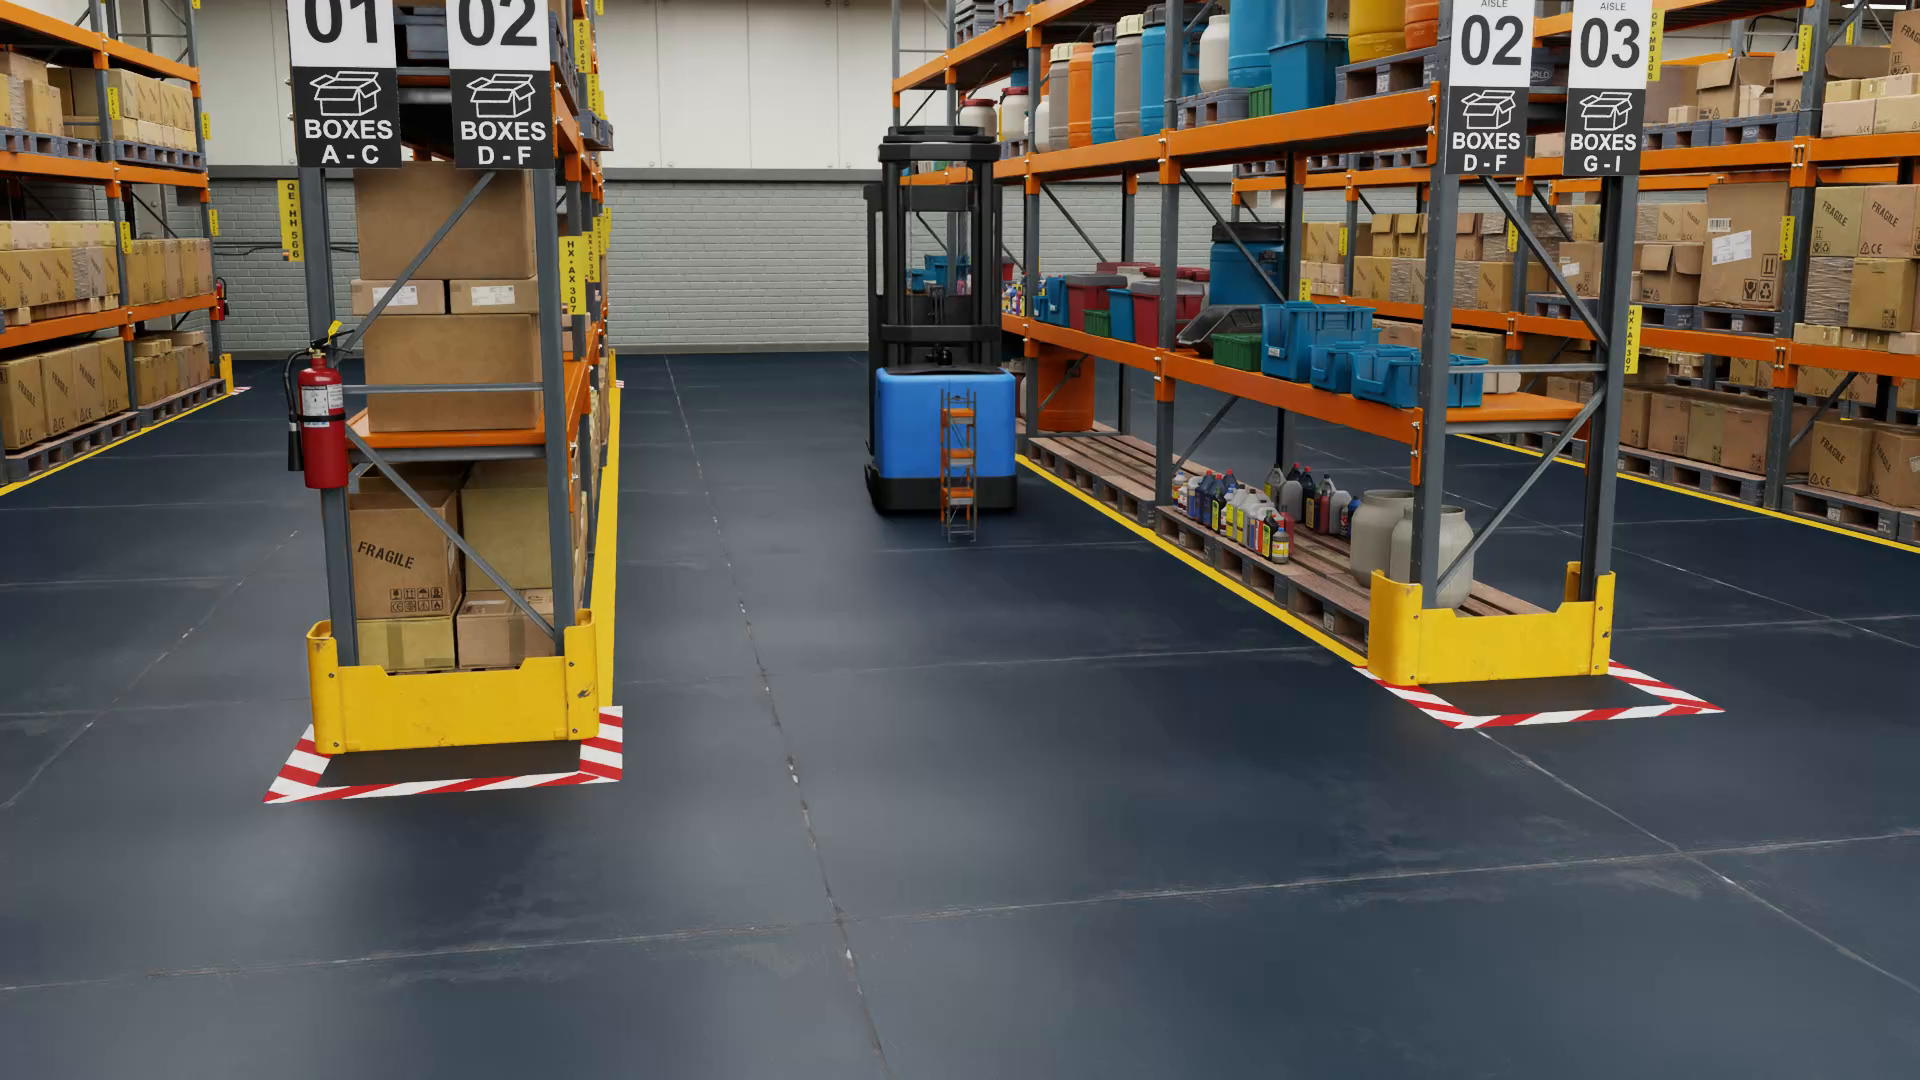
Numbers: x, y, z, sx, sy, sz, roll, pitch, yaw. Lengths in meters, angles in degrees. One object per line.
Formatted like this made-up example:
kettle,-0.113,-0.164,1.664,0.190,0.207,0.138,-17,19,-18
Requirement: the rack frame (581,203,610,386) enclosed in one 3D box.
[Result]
rack frame,-5.288,-3.565,22.402,1.000,3.000,0.127,-2,11,-11

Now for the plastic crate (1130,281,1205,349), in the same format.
plastic crate,1.511,-1.652,12.184,0.402,0.464,0.583,-2,11,-11

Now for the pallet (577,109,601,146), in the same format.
pallet,-3.292,-3.152,12.717,1.003,0.211,1.213,-2,11,-8

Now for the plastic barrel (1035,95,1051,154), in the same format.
plastic barrel,0.888,-3.737,14.988,0.421,0.512,0.421,0,11,0

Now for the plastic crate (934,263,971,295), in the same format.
plastic crate,-0.076,-3.105,19.871,0.392,0.384,0.575,-2,11,-11

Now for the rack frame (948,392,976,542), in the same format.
rack frame,0.013,-0.503,11.532,0.200,1.050,0.008,-2,11,-11

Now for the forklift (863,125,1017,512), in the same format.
forklift,-0.228,-1.886,13.767,1.130,2.935,3.031,-1,11,-6

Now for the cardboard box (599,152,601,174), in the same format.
cardboard box,-4.733,-4.697,20.728,0.500,0.250,0.500,-2,11,-11

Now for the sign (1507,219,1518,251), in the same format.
sign,5.442,-3.005,16.365,0.100,0.325,0.005,-2,11,-11

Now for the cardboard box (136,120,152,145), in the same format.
cardboard box,-9.329,-4.536,18.493,0.500,0.250,0.500,-2,11,-12

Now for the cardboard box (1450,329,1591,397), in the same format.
cardboard box,5.872,-1.747,17.411,1.225,0.875,0.875,-3,11,-14

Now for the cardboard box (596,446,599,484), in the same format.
cardboard box,-3.089,-0.584,12.975,0.500,0.250,0.500,-2,11,-10

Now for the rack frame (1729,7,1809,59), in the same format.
rack frame,10.093,-6.299,20.726,1.000,3.000,0.127,-2,11,-11

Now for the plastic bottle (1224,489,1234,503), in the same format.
plastic bottle,1.758,-0.196,10.822,0.097,0.271,0.097,0,11,0

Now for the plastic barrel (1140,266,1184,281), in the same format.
plastic barrel,1.708,-2.007,13.857,0.433,0.535,0.433,0,11,0

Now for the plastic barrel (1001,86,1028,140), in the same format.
plastic barrel,0.635,-4.343,16.983,0.433,0.535,0.433,0,11,0

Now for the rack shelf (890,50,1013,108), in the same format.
rack shelf,-0.039,-5.774,20.962,1.077,0.370,4.000,-2,11,-11

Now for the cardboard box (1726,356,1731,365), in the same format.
cardboard box,10.336,-2.382,21.897,0.380,0.149,0.250,-2,11,-8

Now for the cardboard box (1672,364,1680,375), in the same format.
cardboard box,9.714,-2.268,22.094,0.380,0.149,0.250,-2,11,-9

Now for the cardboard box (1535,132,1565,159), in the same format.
cardboard box,5.828,-3.761,15.815,0.500,0.250,0.500,-2,11,-10

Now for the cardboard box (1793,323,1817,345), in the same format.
cardboard box,6.511,-1.550,12.487,0.380,0.149,0.250,-2,11,-11

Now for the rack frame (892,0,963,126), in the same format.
rack frame,-0.428,-6.691,22.784,1.000,3.000,0.127,-2,11,-11

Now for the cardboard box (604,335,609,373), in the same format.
cardboard box,-4.940,-2.462,22.118,0.500,0.500,0.500,-2,11,-11

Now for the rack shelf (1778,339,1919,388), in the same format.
rack shelf,7.153,-1.003,10.868,1.077,0.370,4.000,-2,11,-11

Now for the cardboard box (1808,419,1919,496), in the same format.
cardboard box,6.803,-0.627,12.530,0.500,0.500,0.500,-2,11,-13

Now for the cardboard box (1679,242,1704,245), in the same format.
cardboard box,9.722,-3.626,21.662,0.500,0.500,0.500,-2,11,-11

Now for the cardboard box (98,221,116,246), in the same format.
cardboard box,-9.026,-3.147,17.088,0.500,0.250,0.500,-2,11,-10

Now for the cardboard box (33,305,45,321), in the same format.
cardboard box,-8.705,-2.107,15.361,0.380,0.149,0.250,-2,11,-10

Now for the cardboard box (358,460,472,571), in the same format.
cardboard box,-2.781,-0.124,8.553,0.500,0.500,0.500,-2,11,-11

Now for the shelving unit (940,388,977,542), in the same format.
shelving unit,-0.010,-0.526,11.650,0.215,1.050,0.252,-2,11,-11

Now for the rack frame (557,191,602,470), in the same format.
rack frame,-3.732,-2.097,14.693,1.000,3.000,0.127,-2,11,-11

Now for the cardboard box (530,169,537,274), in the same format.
cardboard box,-2.372,-1.509,7.863,0.700,0.500,0.500,-2,11,-12

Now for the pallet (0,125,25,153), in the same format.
pallet,-8.767,-3.413,14.091,1.213,0.211,1.003,-2,11,-8

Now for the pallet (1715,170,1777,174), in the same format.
pallet,10.109,-4.617,20.409,1.213,0.211,1.003,-2,11,-11

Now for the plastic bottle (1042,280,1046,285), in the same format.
plastic bottle,0.939,-2.705,18.217,0.152,0.276,0.135,-2,11,-11

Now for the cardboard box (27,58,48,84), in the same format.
cardboard box,-9.326,-4.591,16.324,0.500,0.250,0.500,-1,11,-7

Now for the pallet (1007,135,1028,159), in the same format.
pallet,1.075,-3.801,16.129,1.003,0.211,1.213,-2,11,-11

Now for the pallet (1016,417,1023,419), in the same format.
pallet,0.700,-1.273,17.822,1.003,0.211,1.213,-2,11,-11

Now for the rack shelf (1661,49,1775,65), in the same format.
rack shelf,9.704,-6.311,22.721,1.077,0.370,4.000,-2,11,-11

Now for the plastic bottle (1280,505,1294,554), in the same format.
plastic bottle,1.979,-0.063,10.095,0.061,0.283,0.133,-2,11,-11

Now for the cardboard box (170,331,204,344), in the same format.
cardboard box,-9.708,-2.539,20.842,0.380,0.149,0.250,-2,11,-12

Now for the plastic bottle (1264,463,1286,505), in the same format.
plastic bottle,2.172,-0.345,11.395,0.144,0.351,0.185,-2,11,-11

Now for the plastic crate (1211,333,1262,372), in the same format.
plastic crate,1.893,-1.180,10.440,0.450,0.188,0.662,-2,11,-11

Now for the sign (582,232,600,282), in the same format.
sign,-2.410,-1.848,10.858,0.100,0.325,0.005,-2,11,-11

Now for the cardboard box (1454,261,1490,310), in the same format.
cardboard box,5.556,-2.679,17.483,0.500,0.500,0.500,-2,11,-12

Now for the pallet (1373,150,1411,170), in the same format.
pallet,5.435,-4.404,19.300,0.805,0.209,1.217,-3,11,-13

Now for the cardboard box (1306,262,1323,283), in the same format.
cardboard box,4.762,-3.429,21.297,0.500,0.250,0.500,-2,11,-9

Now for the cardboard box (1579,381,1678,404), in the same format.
cardboard box,6.256,-1.222,15.601,0.700,0.500,0.500,-3,11,-16

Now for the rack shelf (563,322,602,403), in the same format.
rack shelf,-3.343,-1.377,12.834,1.077,0.370,4.000,-2,11,-11

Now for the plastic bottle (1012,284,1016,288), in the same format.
plastic bottle,0.625,-2.844,19.149,0.097,0.201,0.097,0,11,0

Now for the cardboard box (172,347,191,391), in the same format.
cardboard box,-9.716,-2.053,20.025,0.700,0.500,0.500,-2,11,-13

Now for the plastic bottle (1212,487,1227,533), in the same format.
plastic bottle,1.684,-0.195,10.789,0.061,0.283,0.133,-2,11,-8
